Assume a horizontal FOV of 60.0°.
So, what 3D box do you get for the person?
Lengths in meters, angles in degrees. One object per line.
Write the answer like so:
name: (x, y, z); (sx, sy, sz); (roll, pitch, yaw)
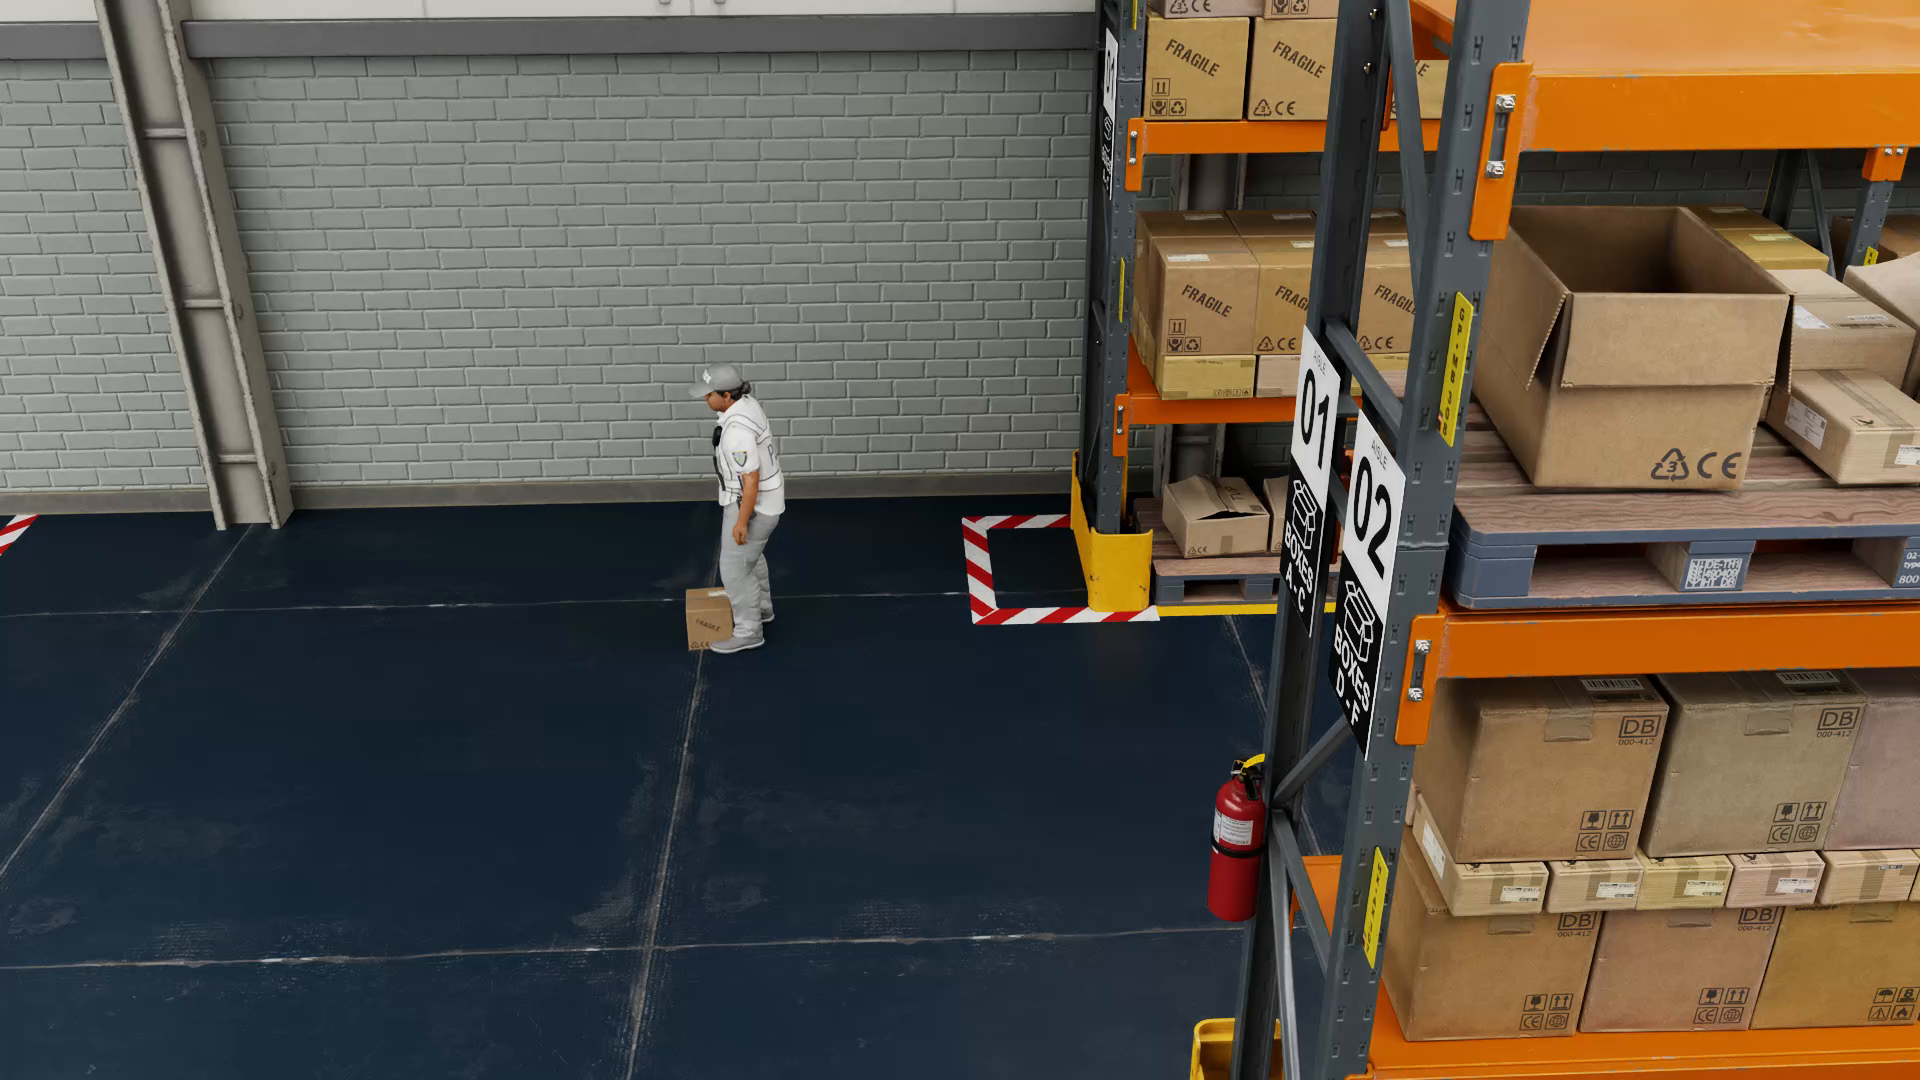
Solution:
person: (-1.186, -0.193, 8.982); (0.456, 1.665, 0.557); (-3, 28, -6)
